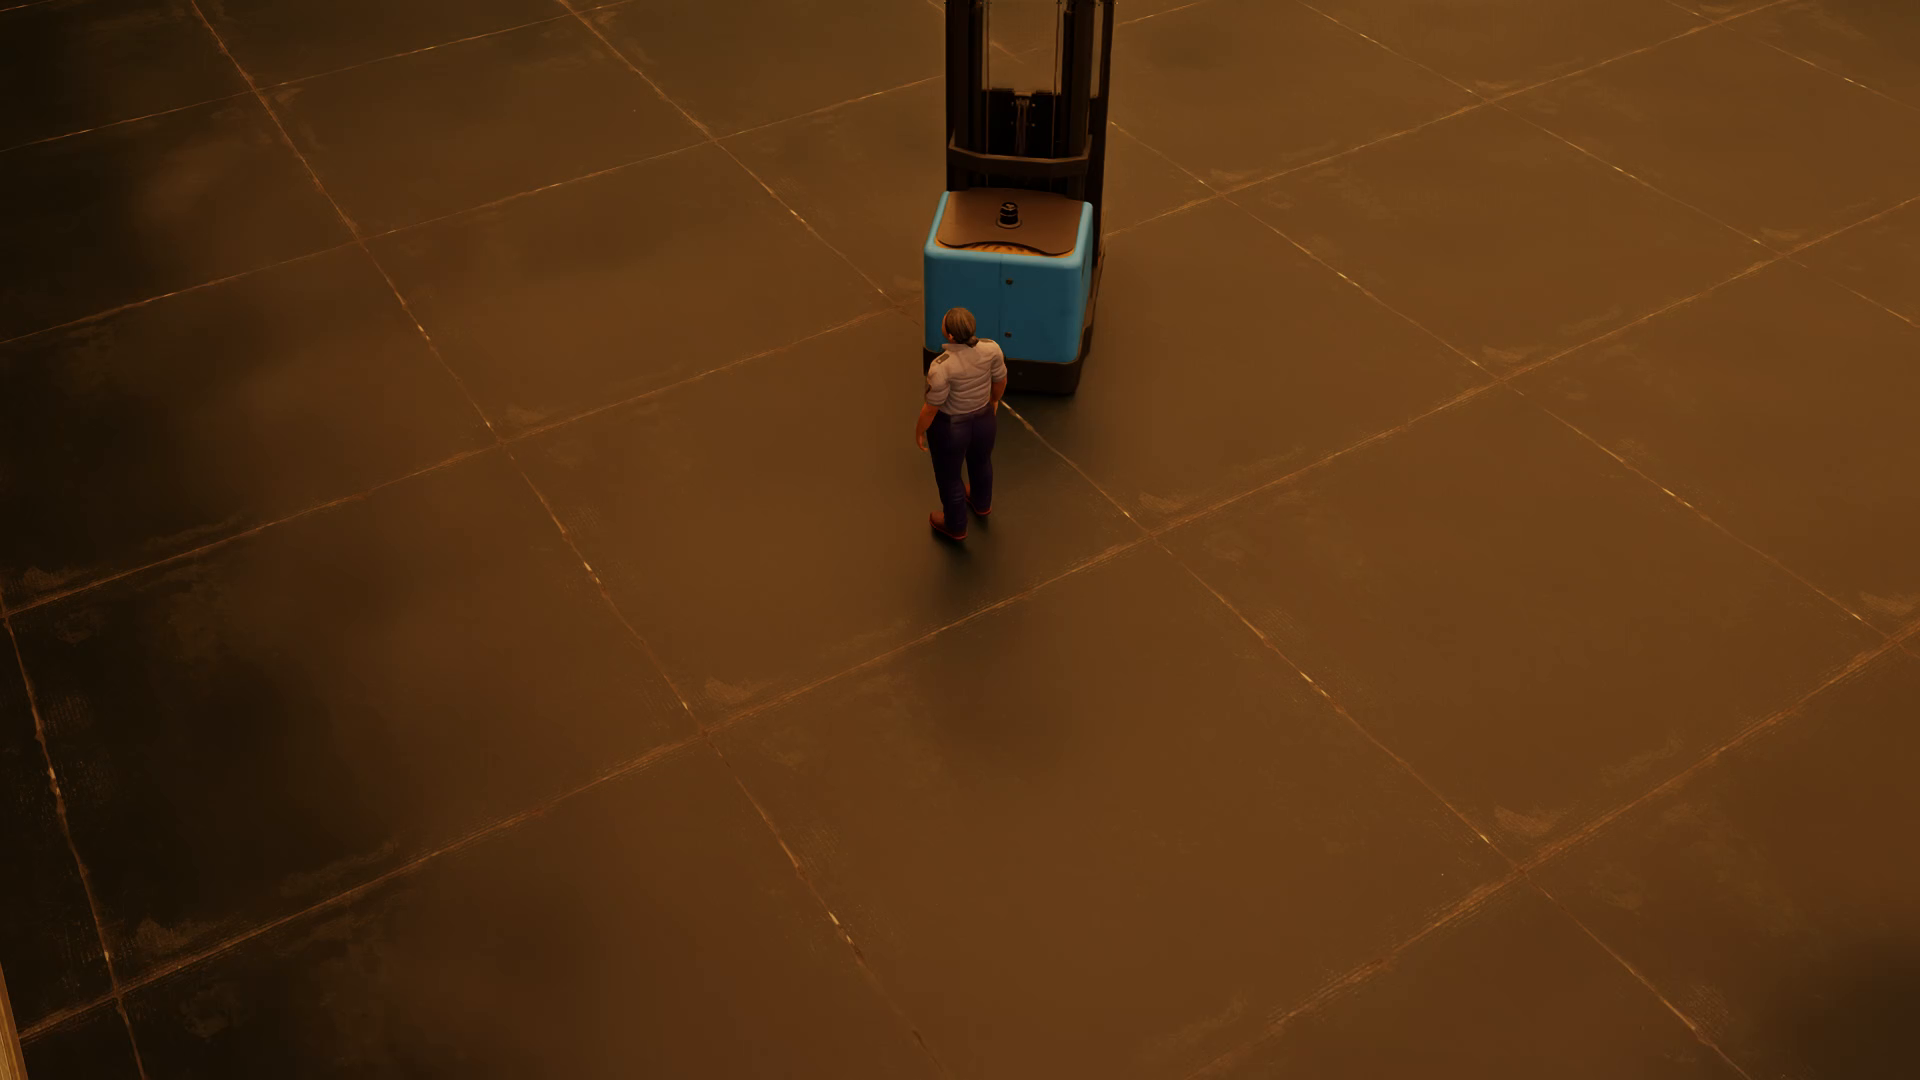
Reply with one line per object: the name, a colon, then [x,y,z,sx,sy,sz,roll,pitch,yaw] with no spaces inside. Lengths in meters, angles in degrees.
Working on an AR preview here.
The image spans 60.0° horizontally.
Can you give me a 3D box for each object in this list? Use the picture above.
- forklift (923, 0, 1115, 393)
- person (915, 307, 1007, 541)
forklift: [0.487,-3.055,11.367,1.130,2.935,3.031,6,41,7]
person: [-0.029,-0.714,9.590,0.599,1.650,0.503,-23,46,-24]
